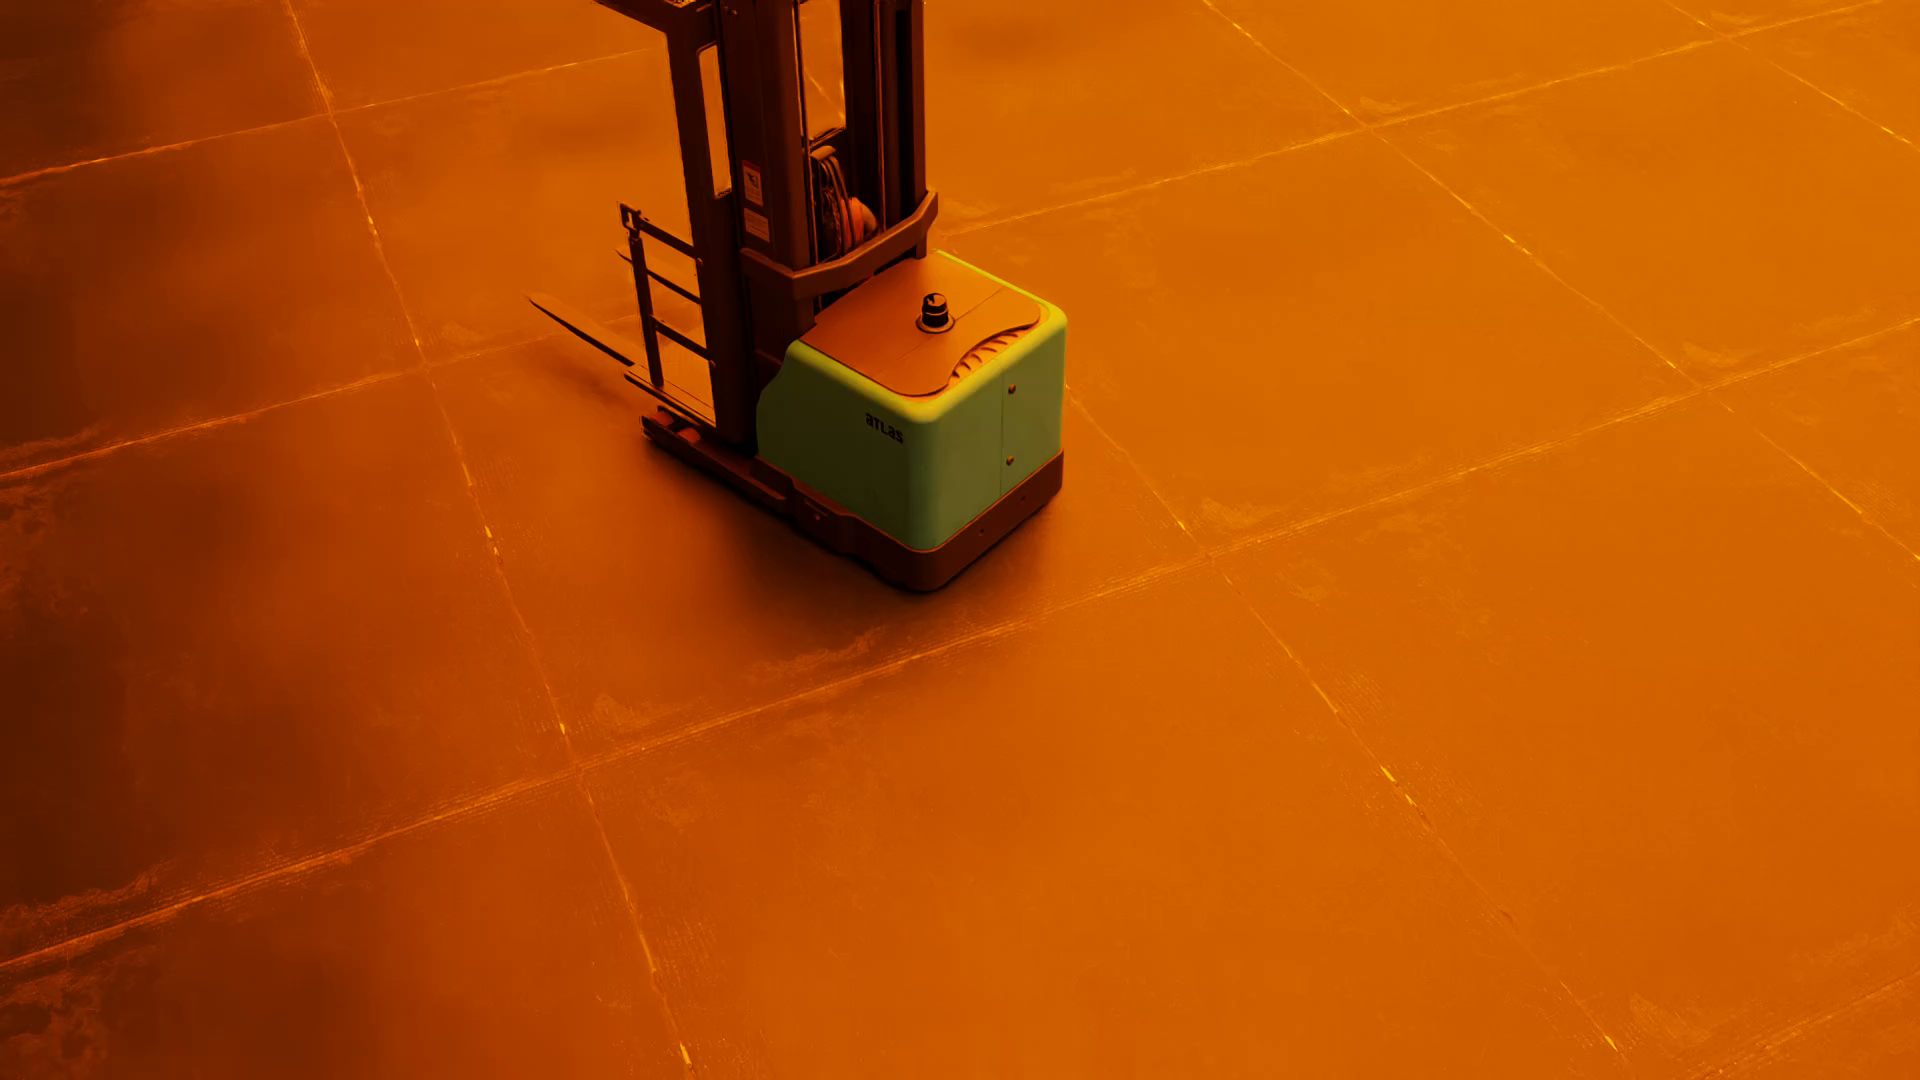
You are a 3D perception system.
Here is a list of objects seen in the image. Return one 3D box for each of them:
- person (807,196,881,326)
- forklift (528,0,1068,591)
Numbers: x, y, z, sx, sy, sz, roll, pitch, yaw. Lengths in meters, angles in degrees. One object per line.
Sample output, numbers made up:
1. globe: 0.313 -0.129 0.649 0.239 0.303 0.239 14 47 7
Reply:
1. person: -0.603 -1.260 8.014 0.760 1.463 0.980 -1 43 -1
2. forklift: -0.951 -1.706 7.508 3.031 2.935 1.130 31 51 29
